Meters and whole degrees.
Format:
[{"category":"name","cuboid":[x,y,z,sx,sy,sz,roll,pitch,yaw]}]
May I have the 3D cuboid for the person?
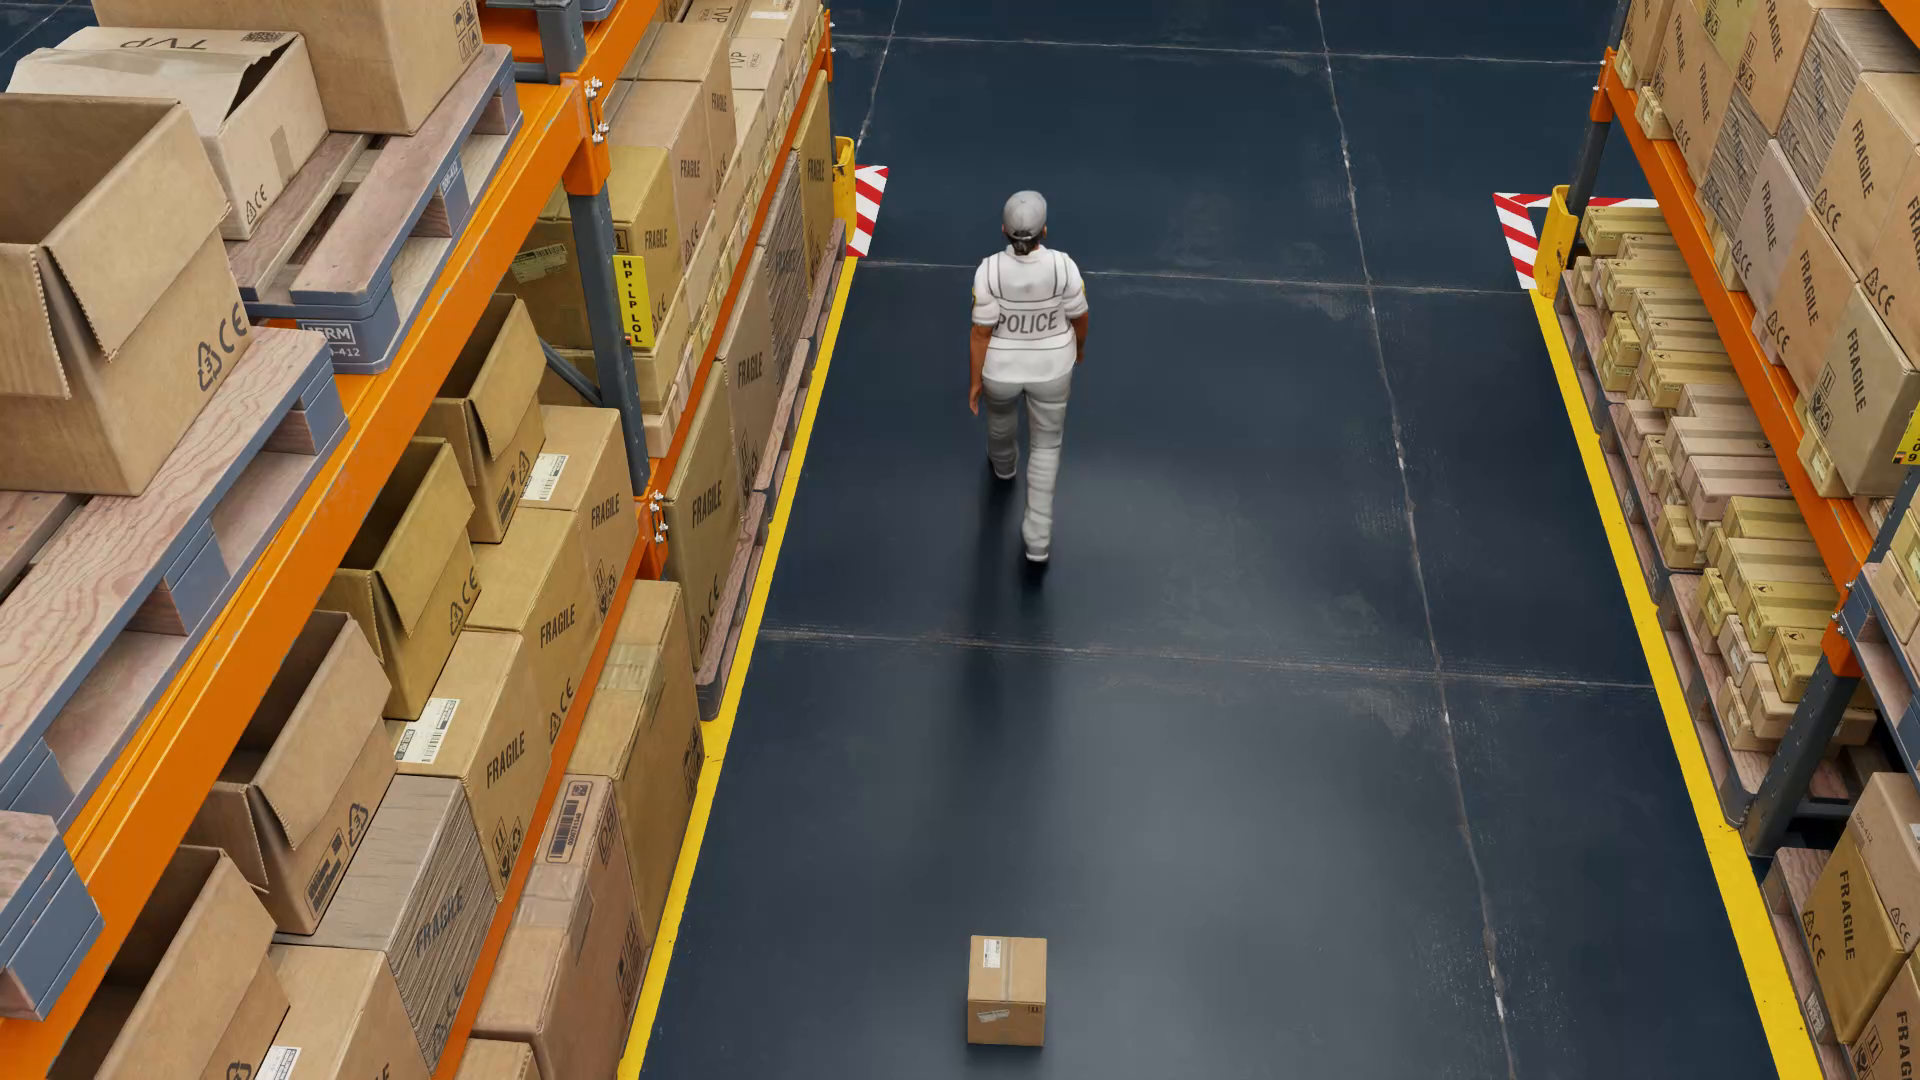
[{"category":"person","cuboid":[0.288,-0.762,7.050,0.497,1.613,0.989,2,40,2]}]
